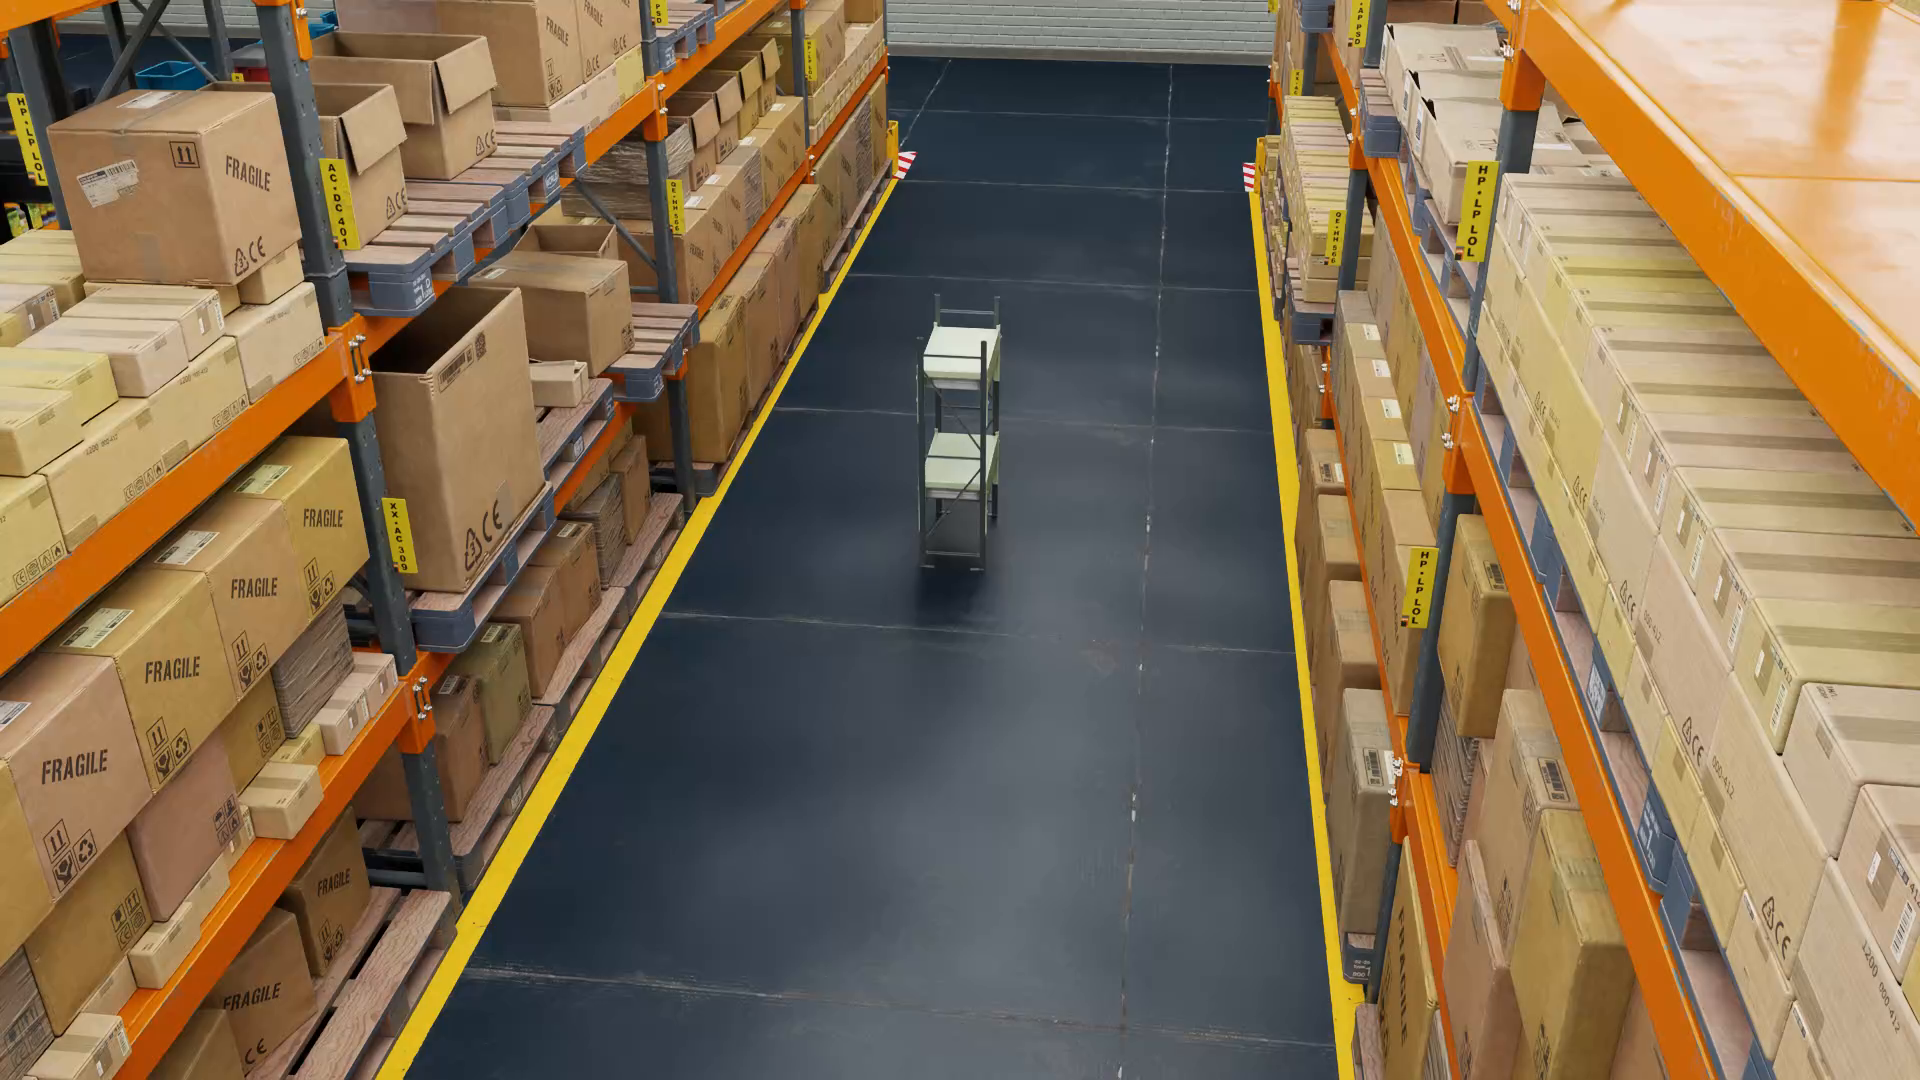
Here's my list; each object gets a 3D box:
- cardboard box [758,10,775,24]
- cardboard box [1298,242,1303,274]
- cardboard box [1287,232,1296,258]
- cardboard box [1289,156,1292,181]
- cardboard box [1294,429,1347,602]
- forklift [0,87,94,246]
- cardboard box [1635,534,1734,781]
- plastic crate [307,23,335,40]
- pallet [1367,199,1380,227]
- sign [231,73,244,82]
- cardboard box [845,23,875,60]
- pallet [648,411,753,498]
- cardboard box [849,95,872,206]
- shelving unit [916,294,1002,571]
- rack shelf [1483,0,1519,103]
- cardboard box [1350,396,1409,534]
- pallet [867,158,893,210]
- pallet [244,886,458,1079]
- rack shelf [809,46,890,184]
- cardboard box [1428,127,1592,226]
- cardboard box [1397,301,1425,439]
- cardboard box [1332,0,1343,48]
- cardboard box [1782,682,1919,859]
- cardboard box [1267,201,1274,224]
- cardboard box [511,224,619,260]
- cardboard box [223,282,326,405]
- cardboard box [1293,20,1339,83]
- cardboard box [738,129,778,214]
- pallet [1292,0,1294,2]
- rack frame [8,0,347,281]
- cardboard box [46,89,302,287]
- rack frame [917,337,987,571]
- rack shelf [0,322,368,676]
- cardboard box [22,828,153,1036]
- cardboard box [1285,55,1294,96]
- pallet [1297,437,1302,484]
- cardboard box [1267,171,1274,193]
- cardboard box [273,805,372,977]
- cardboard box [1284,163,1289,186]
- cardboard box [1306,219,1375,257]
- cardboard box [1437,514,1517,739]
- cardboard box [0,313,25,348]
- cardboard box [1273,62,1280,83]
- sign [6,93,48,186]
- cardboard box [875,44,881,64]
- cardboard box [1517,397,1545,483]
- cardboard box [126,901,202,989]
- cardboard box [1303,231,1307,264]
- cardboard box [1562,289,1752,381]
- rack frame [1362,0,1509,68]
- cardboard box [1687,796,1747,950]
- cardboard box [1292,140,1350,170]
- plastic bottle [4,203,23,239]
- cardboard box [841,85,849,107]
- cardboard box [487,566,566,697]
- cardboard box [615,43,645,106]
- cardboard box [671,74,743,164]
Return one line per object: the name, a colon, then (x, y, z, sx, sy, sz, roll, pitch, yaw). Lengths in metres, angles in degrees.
cardboard box: (-1.894, -4.291, 14.398, 0.500, 0.500, 0.500, 4, 29, 7)
cardboard box: (2.337, -1.781, 10.507, 0.380, 0.149, 0.250, 4, 29, 7)
cardboard box: (2.807, -2.174, 12.818, 0.500, 0.250, 0.500, 2, 28, 4)
cardboard box: (2.532, -2.646, 11.799, 0.380, 0.149, 0.250, 4, 29, 8)
cardboard box: (2.506, -0.122, 9.536, 1.050, 0.750, 0.750, 3, 28, 6)
forklift: (-4.953, -1.282, 9.832, 1.130, 2.935, 3.031, 2, 28, 4)
cardboard box: (1.596, 0.224, 3.098, 0.500, 0.250, 0.500, 3, 28, 6)
plastic crate: (-6.614, -5.145, 17.042, 0.416, 0.233, 0.300, 3, 28, 6)
pallet: (2.871, -2.059, 11.404, 1.003, 0.211, 1.213, 3, 28, 6)
sign: (-6.121, -3.805, 14.150, 0.100, 0.325, 0.005, 3, 28, 6)
cardboard box: (-1.119, -4.894, 16.307, 0.500, 0.250, 0.500, 3, 28, 5)
pallet: (-2.069, -0.684, 11.590, 1.003, 0.211, 1.213, 3, 28, 6)
cardboard box: (-1.371, -3.826, 16.279, 0.875, 0.875, 0.875, 3, 28, 6)
shelving unit: (-0.001, -0.657, 10.181, 0.431, 1.500, 0.755, 3, 28, 6)
rack shelf: (2.424, -2.416, 6.720, 1.077, 0.370, 4.000, 3, 28, 6)
cardboard box: (2.162, -0.347, 7.917, 0.500, 0.500, 0.500, 3, 28, 6)
pallet: (-1.281, -3.702, 17.192, 1.003, 0.211, 1.213, 3, 28, 6)
pallet: (-2.778, 1.883, 6.824, 1.003, 0.211, 1.213, 3, 28, 6)
rack shelf: (-1.506, -4.053, 15.661, 1.077, 0.370, 4.000, 3, 28, 6)
cardboard box: (2.112, -1.404, 6.433, 0.500, 0.250, 0.500, 3, 28, 6)
cardboard box: (2.421, -0.763, 7.635, 0.700, 0.500, 0.500, 3, 28, 6)
cardboard box: (2.601, -3.329, 10.290, 0.500, 0.500, 0.500, 3, 28, 6)
cardboard box: (1.457, 0.350, 2.443, 0.380, 0.149, 0.250, 4, 29, 7)
cardboard box: (3.100, -3.080, 15.659, 0.380, 0.149, 0.250, 2, 28, 4)
cardboard box: (-2.267, -1.518, 9.648, 0.500, 0.500, 0.500, 0, 28, 0)
cardboard box: (-2.528, -0.687, 5.650, 0.500, 0.250, 0.500, 4, 29, 8)
cardboard box: (2.949, -3.944, 13.228, 0.500, 0.500, 0.500, 2, 28, 4)
cardboard box: (-1.661, -2.757, 12.392, 0.500, 0.500, 0.500, 3, 28, 6)
pallet: (2.978, -4.046, 11.925, 1.213, 0.211, 1.003, 3, 28, 6)
rack frame: (-2.731, -2.303, 5.330, 1.000, 3.000, 0.127, 3, 28, 6)
cardboard box: (-2.533, -1.151, 5.408, 0.500, 0.500, 0.500, 3, 28, 5)
rack frame: (-0.046, -0.485, 9.861, 0.400, 1.500, 0.023, 3, 28, 6)
rack shelf: (-2.976, 0.275, 4.465, 1.077, 0.370, 4.000, 3, 28, 6)
cardboard box: (-3.007, 1.078, 4.959, 0.875, 0.500, 0.500, 3, 28, 6)
cardboard box: (3.003, -3.756, 13.932, 0.500, 0.500, 0.500, 3, 28, 5)
pallet: (2.767, -0.350, 10.968, 1.003, 0.211, 1.213, 3, 28, 6)
cardboard box: (3.160, -3.444, 16.021, 0.380, 0.149, 0.250, 4, 29, 8)
cardboard box: (-2.820, 1.439, 6.901, 0.500, 0.500, 0.500, 3, 28, 5)
cardboard box: (2.560, -2.641, 12.105, 0.380, 0.149, 0.250, 4, 29, 7)
cardboard box: (2.275, -1.803, 9.921, 0.380, 0.149, 0.250, 2, 28, 4)
cardboard box: (2.100, 0.304, 5.519, 0.875, 0.550, 0.550, 3, 28, 6)
cardboard box: (-3.083, -0.583, 5.038, 0.380, 0.149, 0.250, 4, 29, 8)
cardboard box: (3.209, -4.485, 15.970, 0.380, 0.149, 0.250, 3, 28, 5)
sign: (-3.282, -1.415, 5.882, 0.100, 0.325, 0.005, 3, 28, 6)
cardboard box: (-1.008, -4.891, 16.723, 0.380, 0.149, 0.250, 4, 29, 7)
cardboard box: (1.705, -0.257, 4.410, 0.380, 0.149, 0.250, 3, 28, 5)
cardboard box: (-2.664, 1.272, 5.284, 0.380, 0.149, 0.250, 3, 28, 6)
cardboard box: (2.309, -1.799, 10.228, 0.380, 0.149, 0.250, 4, 29, 8)
cardboard box: (1.674, -0.485, 3.993, 0.380, 0.149, 0.250, 4, 29, 7)
rack frame: (2.669, -3.851, 8.202, 1.000, 3.000, 0.127, 3, 28, 6)
cardboard box: (1.488, 0.583, 2.852, 0.380, 0.149, 0.250, 4, 29, 7)
cardboard box: (2.497, -2.661, 11.514, 0.380, 0.149, 0.250, 4, 29, 8)
plastic bottle: (-6.664, -2.245, 11.669, 0.061, 0.283, 0.133, 3, 28, 6)
cardboard box: (-1.226, -4.048, 15.157, 0.380, 0.149, 0.250, 4, 29, 7)
cardboard box: (-2.489, 0.470, 8.679, 0.700, 0.500, 0.500, 1, 28, 2)
cardboard box: (-2.056, -2.562, 9.130, 0.500, 0.250, 0.500, 3, 29, 6)
cardboard box: (-1.977, -2.997, 11.779, 0.797, 0.503, 0.637, 4, 29, 8)
